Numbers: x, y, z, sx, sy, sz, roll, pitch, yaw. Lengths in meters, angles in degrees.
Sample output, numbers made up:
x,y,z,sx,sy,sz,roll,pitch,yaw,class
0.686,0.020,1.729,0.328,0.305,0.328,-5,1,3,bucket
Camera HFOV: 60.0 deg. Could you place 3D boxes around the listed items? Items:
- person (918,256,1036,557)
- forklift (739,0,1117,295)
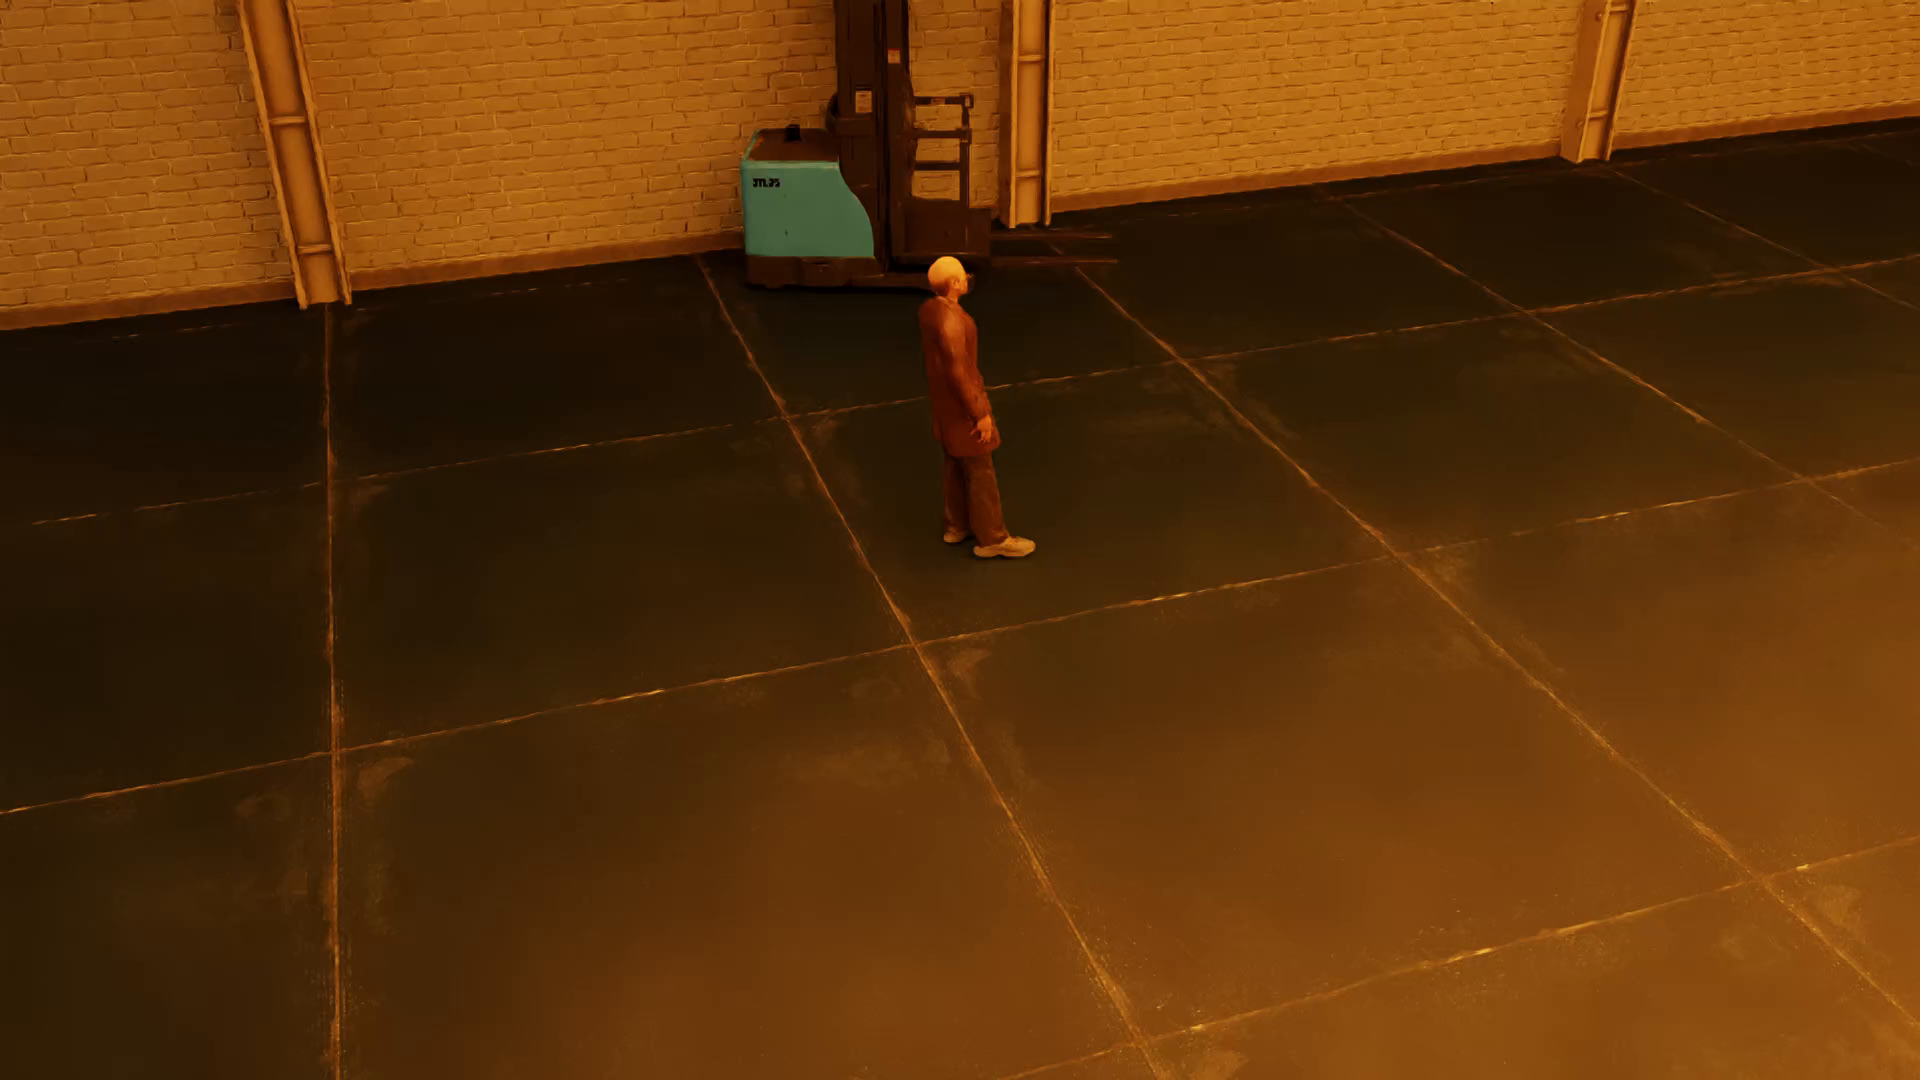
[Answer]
x,y,z,sx,sy,sz,roll,pitch,yaw,class
0.088,-0.789,9.600,0.580,1.776,0.694,-10,31,-16,person
-0.228,-3.526,13.215,3.031,2.935,1.130,1,30,1,forklift
